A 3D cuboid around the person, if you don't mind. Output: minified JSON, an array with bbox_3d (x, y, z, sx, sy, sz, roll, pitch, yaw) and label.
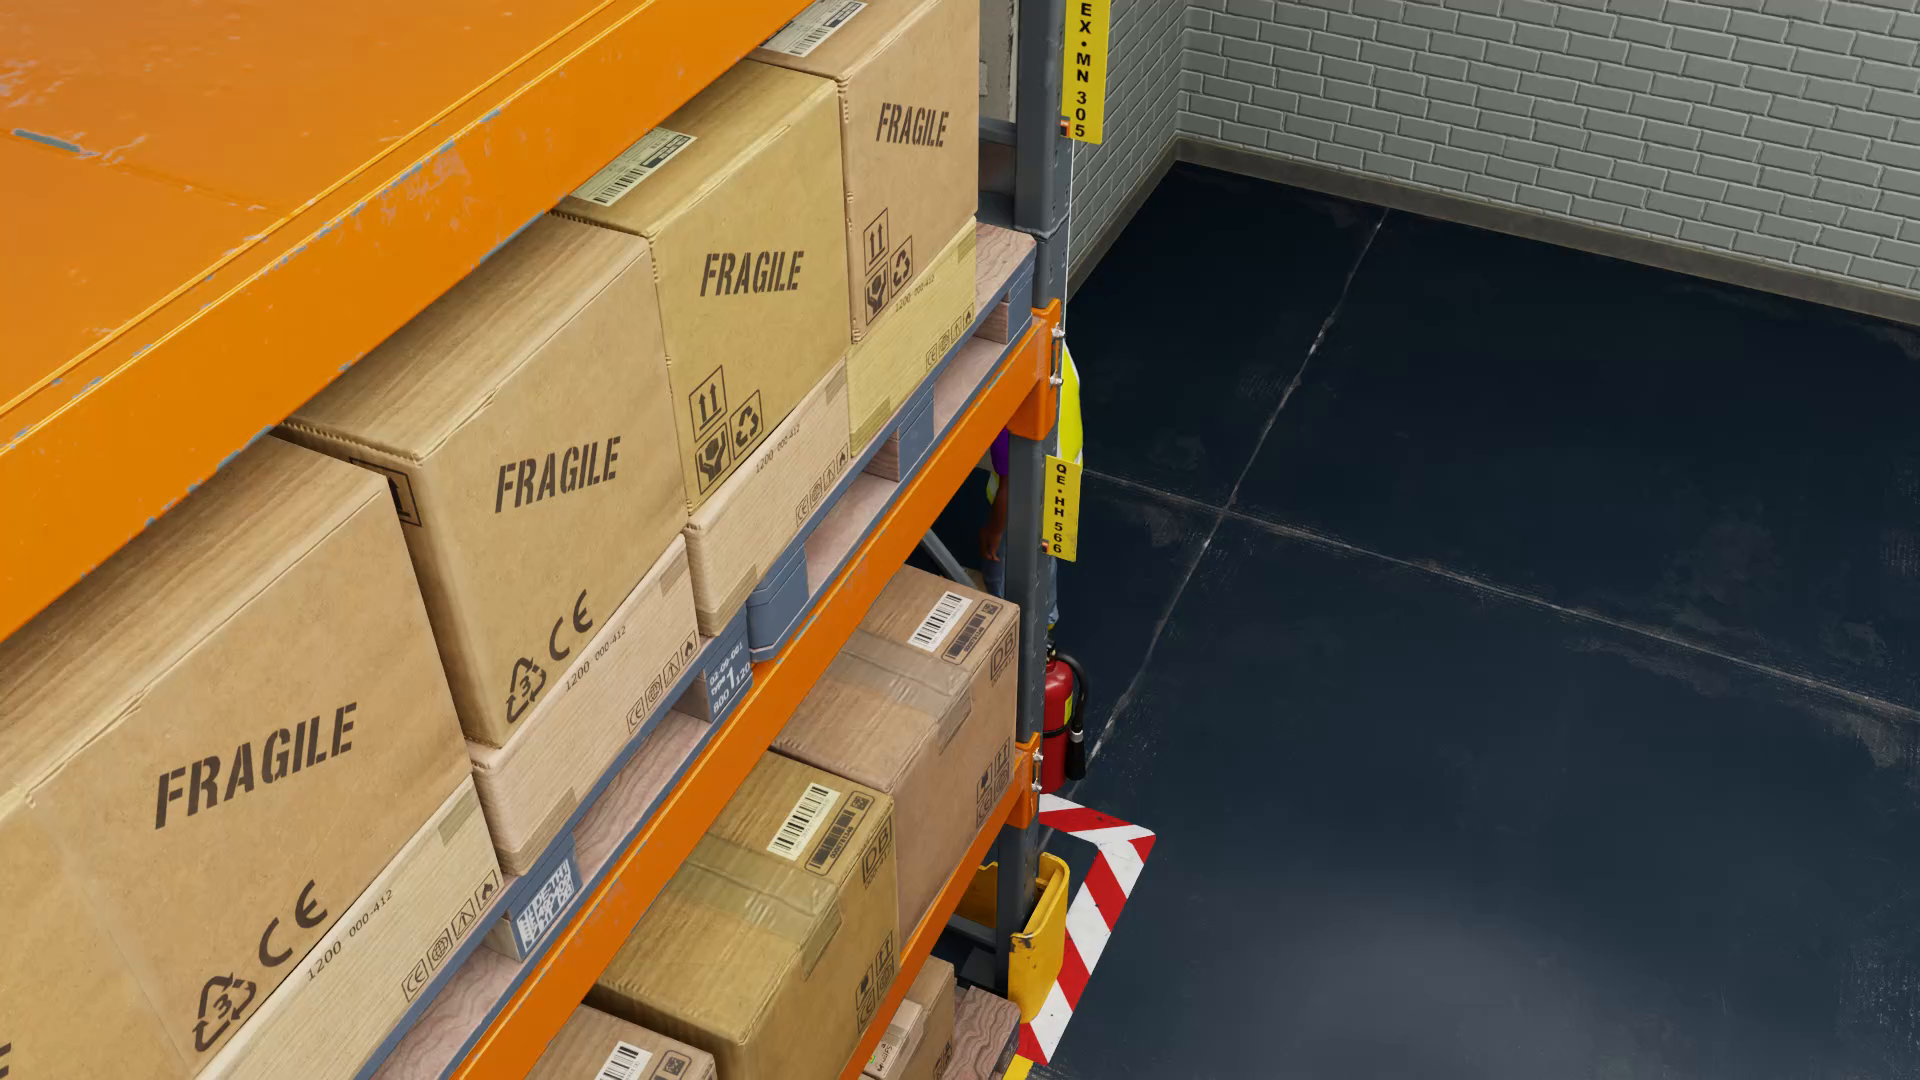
[{"bbox_3d":[0.223,-0.207,6.379,0.460,1.759,0.629,15,44,16],"label":"person"}]
